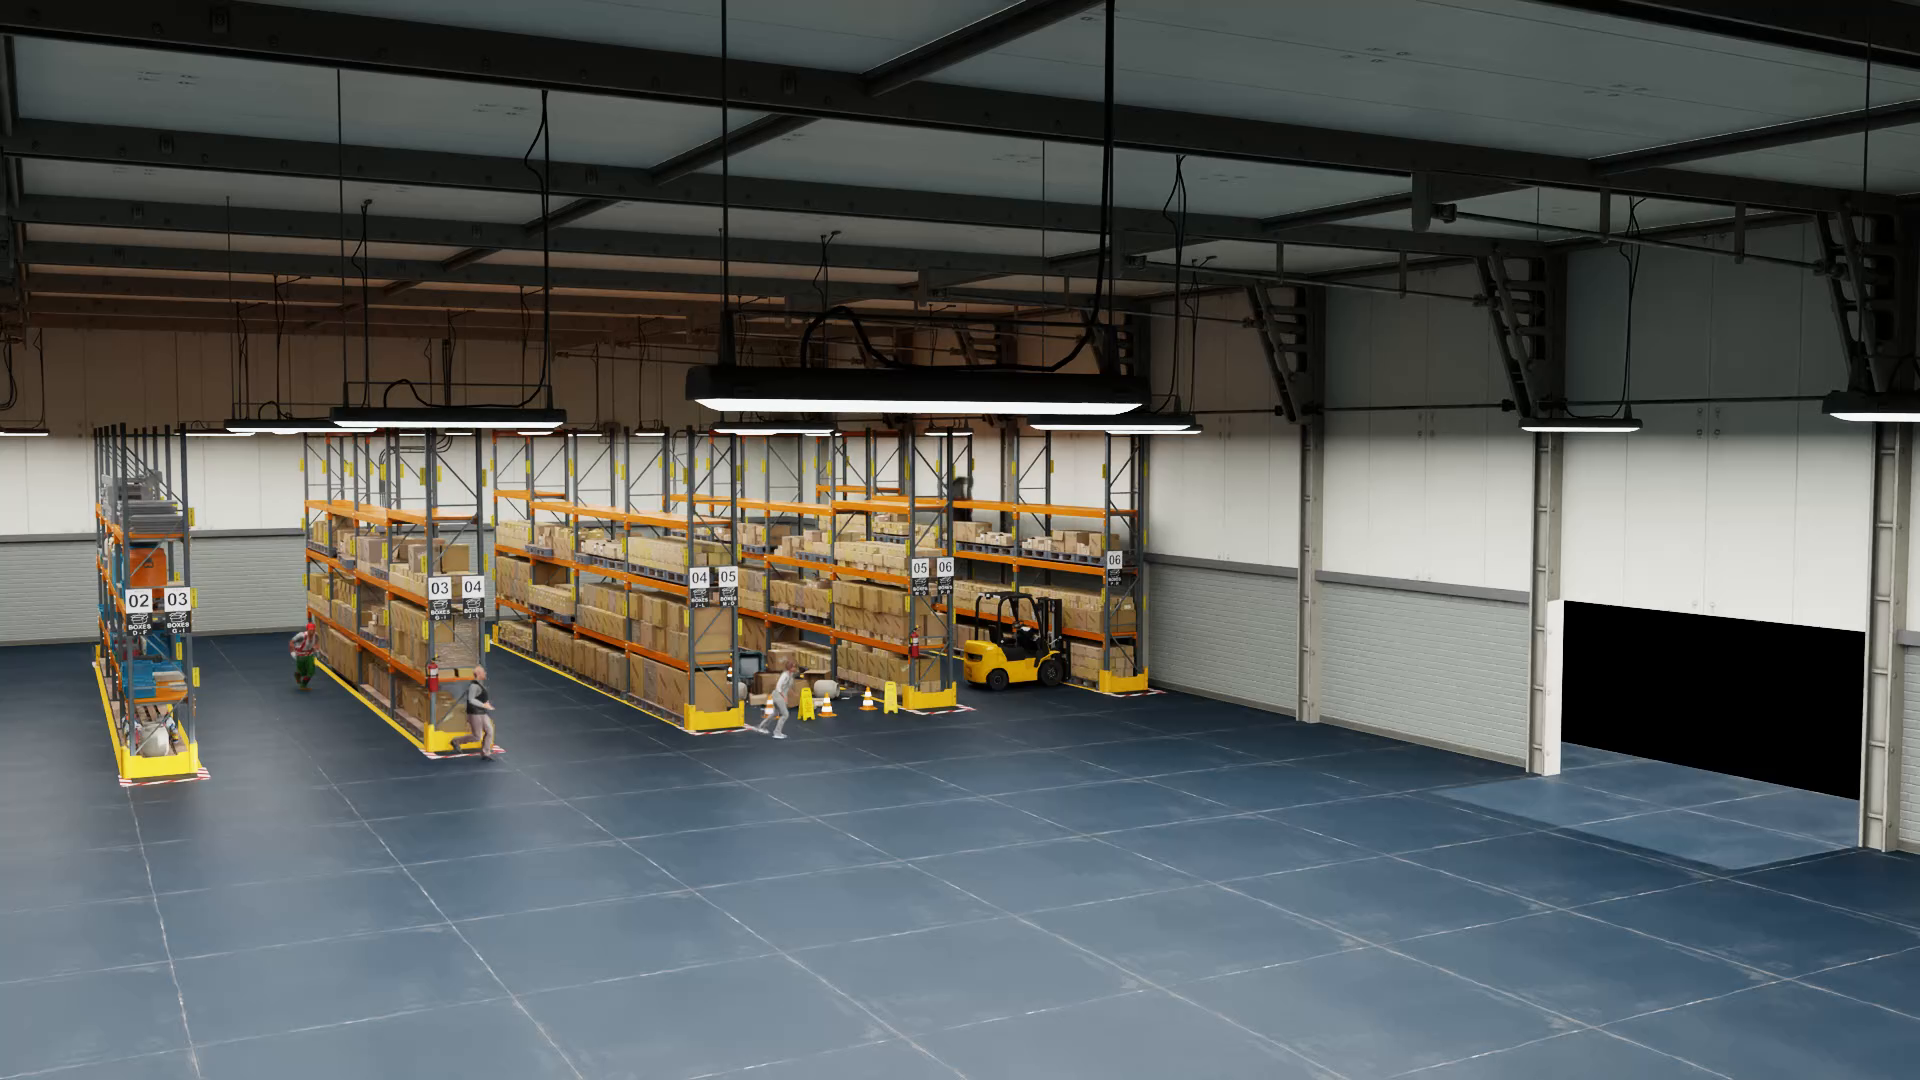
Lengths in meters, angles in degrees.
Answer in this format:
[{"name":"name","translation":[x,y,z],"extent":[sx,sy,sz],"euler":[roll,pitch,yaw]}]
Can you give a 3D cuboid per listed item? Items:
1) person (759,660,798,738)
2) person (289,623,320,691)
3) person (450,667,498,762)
[{"name":"person","translation":[-3.492,3.043,31.860],"extent":[0.773,1.511,0.558],"euler":[0,3,0]},{"name":"person","translation":[-14.946,2.650,37.844],"extent":[0.992,1.581,0.674],"euler":[3,5,42]},{"name":"person","translation":[-8.647,3.106,29.569],"extent":[0.831,1.712,0.675],"euler":[0,3,-1]}]
